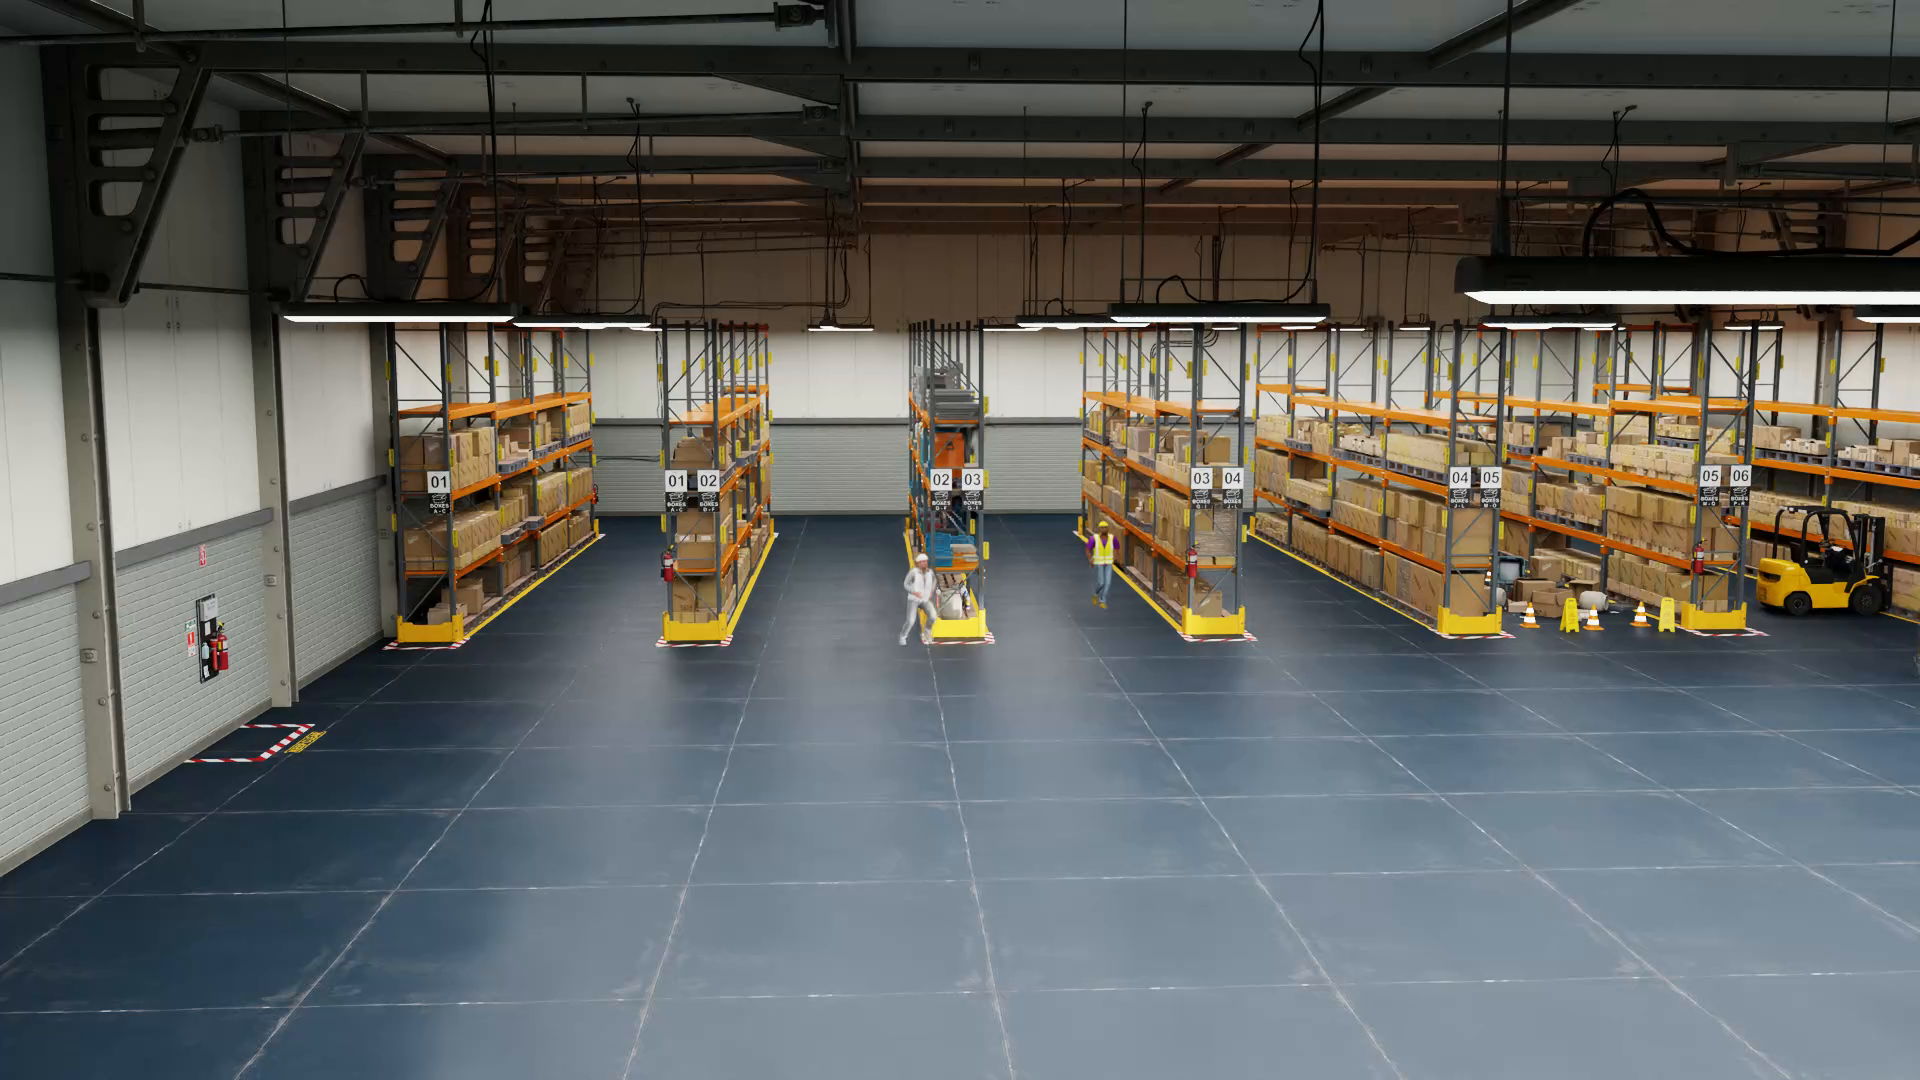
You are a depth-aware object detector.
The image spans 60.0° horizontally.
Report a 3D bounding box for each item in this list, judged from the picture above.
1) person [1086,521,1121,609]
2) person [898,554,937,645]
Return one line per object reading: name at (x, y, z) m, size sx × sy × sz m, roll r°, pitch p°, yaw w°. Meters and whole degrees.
person at (2.875, 0.488, 33.129) m, size 0.690 × 1.741 × 0.541 m, roll -1°, pitch 7°, yaw -6°
person at (-0.742, 1.089, 30.758) m, size 0.714 × 1.684 × 0.664 m, roll -5°, pitch 8°, yaw -33°
